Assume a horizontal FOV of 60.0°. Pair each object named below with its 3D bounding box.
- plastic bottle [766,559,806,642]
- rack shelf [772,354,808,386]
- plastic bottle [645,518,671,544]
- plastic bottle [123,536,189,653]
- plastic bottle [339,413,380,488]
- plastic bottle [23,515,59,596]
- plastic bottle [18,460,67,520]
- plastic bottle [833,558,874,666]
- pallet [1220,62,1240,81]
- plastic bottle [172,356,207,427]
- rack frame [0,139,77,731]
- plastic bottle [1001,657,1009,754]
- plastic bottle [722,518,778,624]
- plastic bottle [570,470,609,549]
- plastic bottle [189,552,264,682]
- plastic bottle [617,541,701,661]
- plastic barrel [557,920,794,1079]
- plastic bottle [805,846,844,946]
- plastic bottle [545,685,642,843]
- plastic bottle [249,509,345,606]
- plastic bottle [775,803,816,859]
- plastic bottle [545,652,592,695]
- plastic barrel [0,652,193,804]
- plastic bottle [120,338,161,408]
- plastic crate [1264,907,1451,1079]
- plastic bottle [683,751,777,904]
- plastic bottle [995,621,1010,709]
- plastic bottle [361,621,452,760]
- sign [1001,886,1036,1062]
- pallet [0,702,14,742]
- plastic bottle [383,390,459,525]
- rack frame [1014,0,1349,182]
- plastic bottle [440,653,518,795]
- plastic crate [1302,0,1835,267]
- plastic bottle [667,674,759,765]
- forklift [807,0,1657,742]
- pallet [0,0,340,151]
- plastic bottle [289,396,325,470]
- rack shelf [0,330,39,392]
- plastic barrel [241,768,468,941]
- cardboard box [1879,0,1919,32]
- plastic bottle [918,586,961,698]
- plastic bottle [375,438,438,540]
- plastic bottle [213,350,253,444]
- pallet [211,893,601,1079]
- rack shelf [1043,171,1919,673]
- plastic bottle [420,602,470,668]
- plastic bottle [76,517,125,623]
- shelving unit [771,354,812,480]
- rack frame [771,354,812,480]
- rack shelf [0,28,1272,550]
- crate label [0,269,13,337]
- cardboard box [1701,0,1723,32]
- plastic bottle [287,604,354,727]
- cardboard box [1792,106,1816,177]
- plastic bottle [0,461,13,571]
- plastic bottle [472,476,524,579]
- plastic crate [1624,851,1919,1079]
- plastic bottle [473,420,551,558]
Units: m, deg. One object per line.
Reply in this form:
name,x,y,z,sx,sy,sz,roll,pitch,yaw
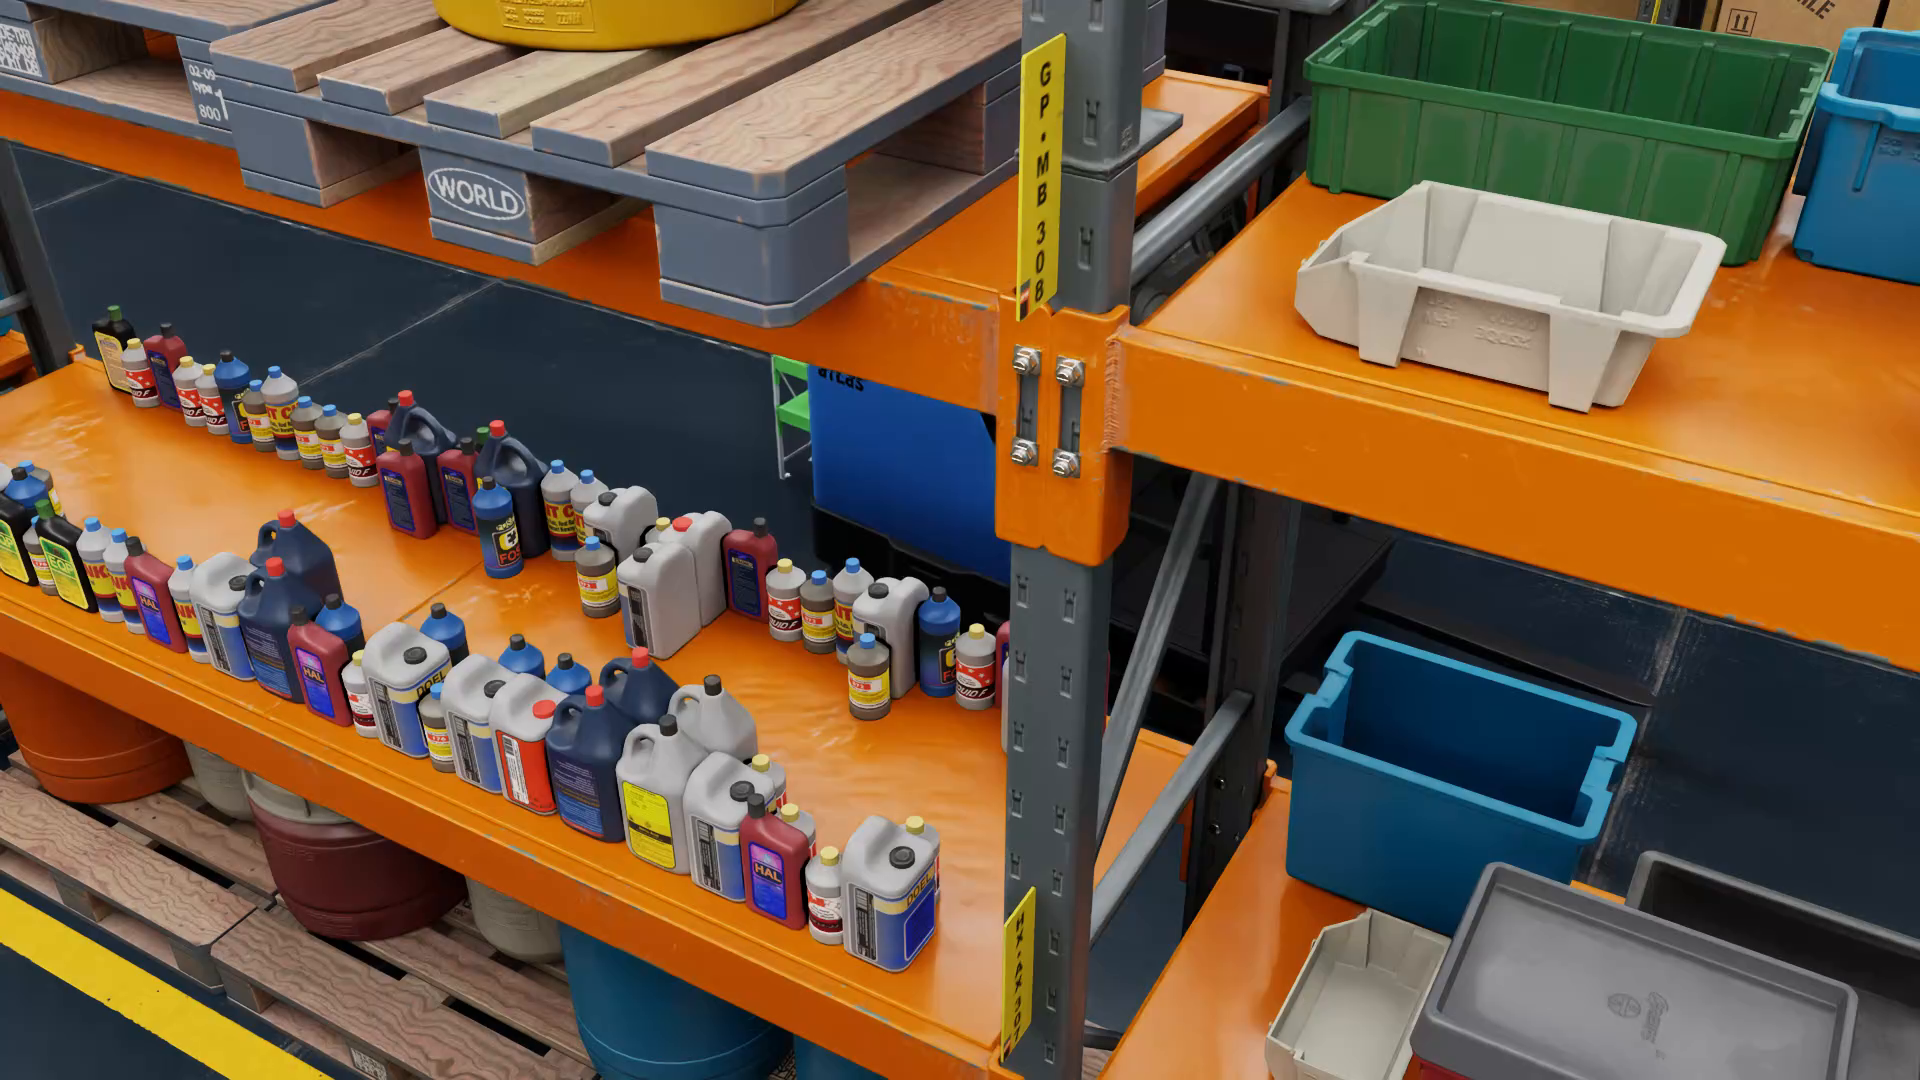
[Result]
plastic bottle,-0.417,0.138,4.016,0.097,0.201,0.097,0,34,0
rack shelf,-0.501,-0.679,6.803,0.480,0.148,0.258,22,39,29
plastic bottle,-0.734,0.037,4.167,0.097,0.201,0.097,0,34,0
plastic bottle,-1.908,0.128,3.957,0.133,0.283,0.061,18,37,24
plastic bottle,-1.657,-0.255,4.606,0.097,0.201,0.097,0,34,0
plastic bottle,-2.283,0.031,4.176,0.097,0.201,0.097,0,34,0
plastic bottle,-2.441,-0.116,4.397,0.097,0.201,0.097,0,34,0
plastic bottle,-0.248,0.162,3.916,0.097,0.271,0.097,0,34,0
pallet,1.048,-2.305,7.679,1.213,0.211,1.003,18,37,24
plastic bottle,-2.249,-0.442,4.887,0.097,0.201,0.097,0,34,0
rack frame,-3.103,-0.535,4.847,0.127,3.000,1.000,18,37,24
plastic bottle,0.190,0.322,3.605,0.185,0.351,0.144,18,37,24
plastic bottle,-0.508,0.063,4.054,0.133,0.283,0.061,18,37,24
plastic bottle,-0.936,-0.056,4.243,0.097,0.271,0.097,0,34,0
plastic bottle,-1.684,0.173,3.897,0.135,0.276,0.152,18,37,24
plastic bottle,-0.723,0.125,3.969,0.135,0.276,0.152,18,37,24
plastic barrel,-0.709,0.911,4.190,0.708,0.901,0.600,18,37,24
plastic bottle,-0.247,0.676,3.208,0.097,0.201,0.097,0,34,0
plastic bottle,-0.751,0.439,3.428,0.185,0.351,0.144,18,37,24
plastic bottle,-1.589,0.077,3.972,0.185,0.351,0.144,18,37,24
plastic bottle,-0.333,0.610,3.307,0.097,0.201,0.097,0,34,0
plastic bottle,-0.842,0.361,3.617,0.097,0.271,0.097,0,34,0
plastic barrel,-2.670,0.320,5.143,0.708,0.830,0.600,18,37,24
plastic bottle,-2.449,-0.506,4.983,0.097,0.201,0.097,0,34,0
plastic crate,0.703,0.847,2.956,0.243,0.136,0.396,18,37,24
plastic bottle,-0.450,0.563,3.310,0.135,0.276,0.152,18,37,24
plastic bottle,0.147,0.271,3.742,0.133,0.283,0.061,18,37,24
plastic bottle,-1.206,0.324,3.669,0.135,0.276,0.152,18,37,24
sign,0.095,0.714,2.722,0.005,0.325,0.100,18,37,24
pallet,-3.757,0.394,5.968,1.213,0.211,1.003,18,37,24
plastic bottle,-1.431,-0.230,4.434,0.185,0.351,0.144,18,37,24
rack frame,0.369,-1.932,1.532,0.127,3.000,1.000,18,37,24
plastic bottle,-1.005,0.388,3.574,0.135,0.276,0.152,18,37,24
plastic crate,0.887,-0.624,2.466,0.662,0.188,0.450,18,37,24
plastic bottle,-0.519,0.421,3.456,0.185,0.351,0.144,18,37,24
forklift,0.911,-0.852,5.385,3.031,2.935,1.130,22,39,29
pallet,-1.346,-1.084,3.136,1.213,0.211,1.003,18,37,24
plastic bottle,-1.826,-0.309,4.686,0.097,0.201,0.097,0,34,0
rack shelf,-4.840,-0.786,5.873,4.000,0.370,1.077,18,37,24
plastic barrel,-1.690,0.731,4.743,0.708,0.588,0.600,18,37,24
cardboard box,3.548,-1.869,5.858,0.500,0.500,0.500,16,37,23
plastic bottle,-0.047,0.226,3.820,0.097,0.271,0.097,0,34,0
plastic bottle,-1.459,-0.146,4.368,0.133,0.283,0.061,18,37,24
plastic bottle,-2.080,-0.418,4.788,0.097,0.271,0.097,0,34,0
pallet,-1.343,1.158,4.820,1.213,0.211,1.003,18,37,24
rack shelf,2.106,0.166,1.737,4.000,0.370,1.077,18,37,24
plastic bottle,-1.161,0.261,3.768,0.097,0.271,0.097,0,34,0
plastic bottle,-2.083,0.066,4.061,0.097,0.271,0.097,0,34,0
shelving unit,-0.501,-0.732,6.767,0.503,1.200,0.258,22,39,29
rack frame,-0.698,-0.812,6.887,0.015,1.200,0.240,22,39,29
rack shelf,-1.367,-0.934,3.389,4.000,0.370,1.077,18,37,24
crate label,-3.283,-0.762,5.338,0.416,0.233,0.303,18,37,24
cardboard box,4.656,-3.599,11.009,0.750,0.750,0.750,18,38,25
plastic bottle,-1.430,0.279,3.730,0.133,0.283,0.061,18,37,24
cardboard box,3.138,-1.588,6.338,0.500,0.500,0.500,19,38,26
plastic bottle,-2.486,-0.082,4.278,0.135,0.276,0.152,18,37,24
plastic bottle,-1.176,-0.040,4.219,0.097,0.271,0.097,0,34,0
plastic crate,1.475,0.833,2.987,0.590,0.125,0.437,18,37,24
plastic bottle,-1.154,-0.143,4.303,0.185,0.351,0.144,18,37,24
